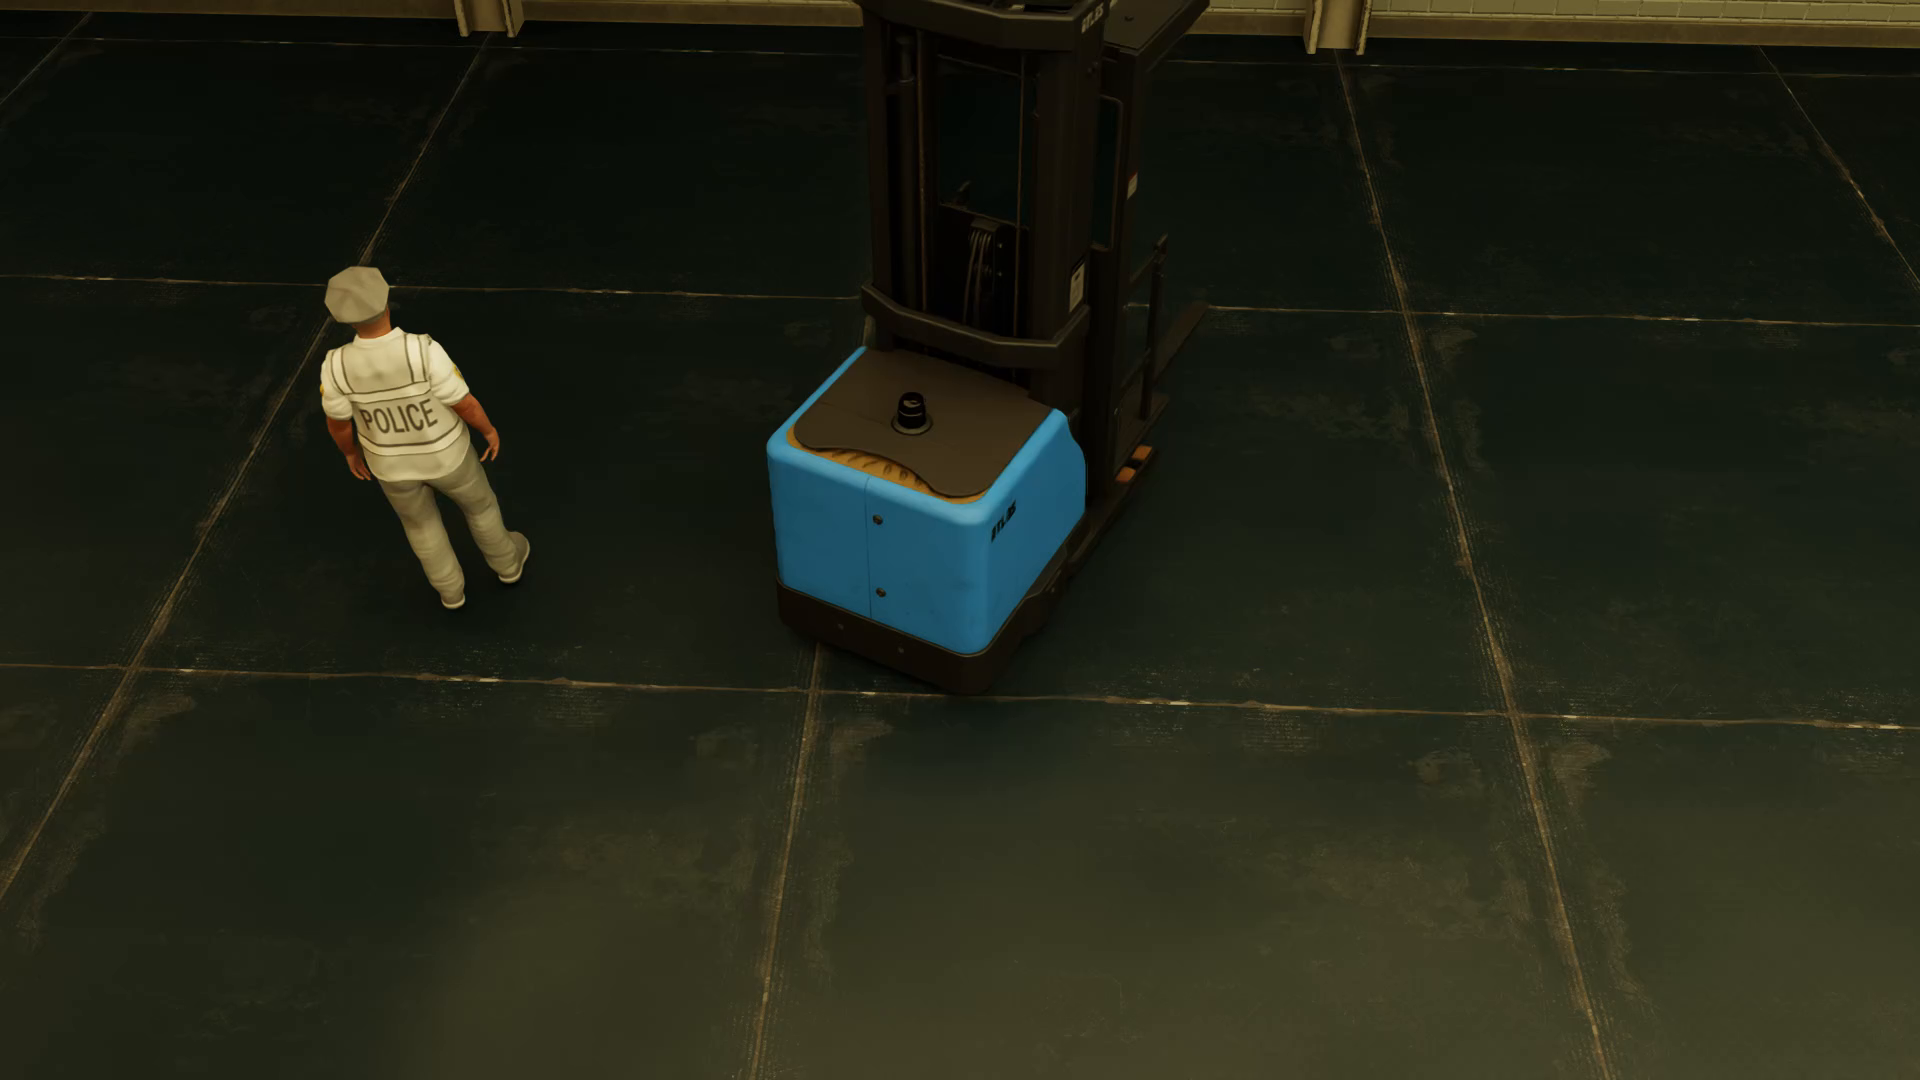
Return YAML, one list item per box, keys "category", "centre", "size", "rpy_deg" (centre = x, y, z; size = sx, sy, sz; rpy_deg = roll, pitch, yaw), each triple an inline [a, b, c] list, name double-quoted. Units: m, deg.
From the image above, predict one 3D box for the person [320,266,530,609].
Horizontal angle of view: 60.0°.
- category: "person"
  centre: [-2.296, -0.446, 7.076]
  size: [0.647, 1.782, 0.573]
  rpy_deg: [-7, 43, -8]

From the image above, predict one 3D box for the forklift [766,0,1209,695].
- category: "forklift"
  centre: [0.332, -1.408, 7.285]
  size: [1.130, 2.935, 3.031]
  rpy_deg: [20, 46, 20]
